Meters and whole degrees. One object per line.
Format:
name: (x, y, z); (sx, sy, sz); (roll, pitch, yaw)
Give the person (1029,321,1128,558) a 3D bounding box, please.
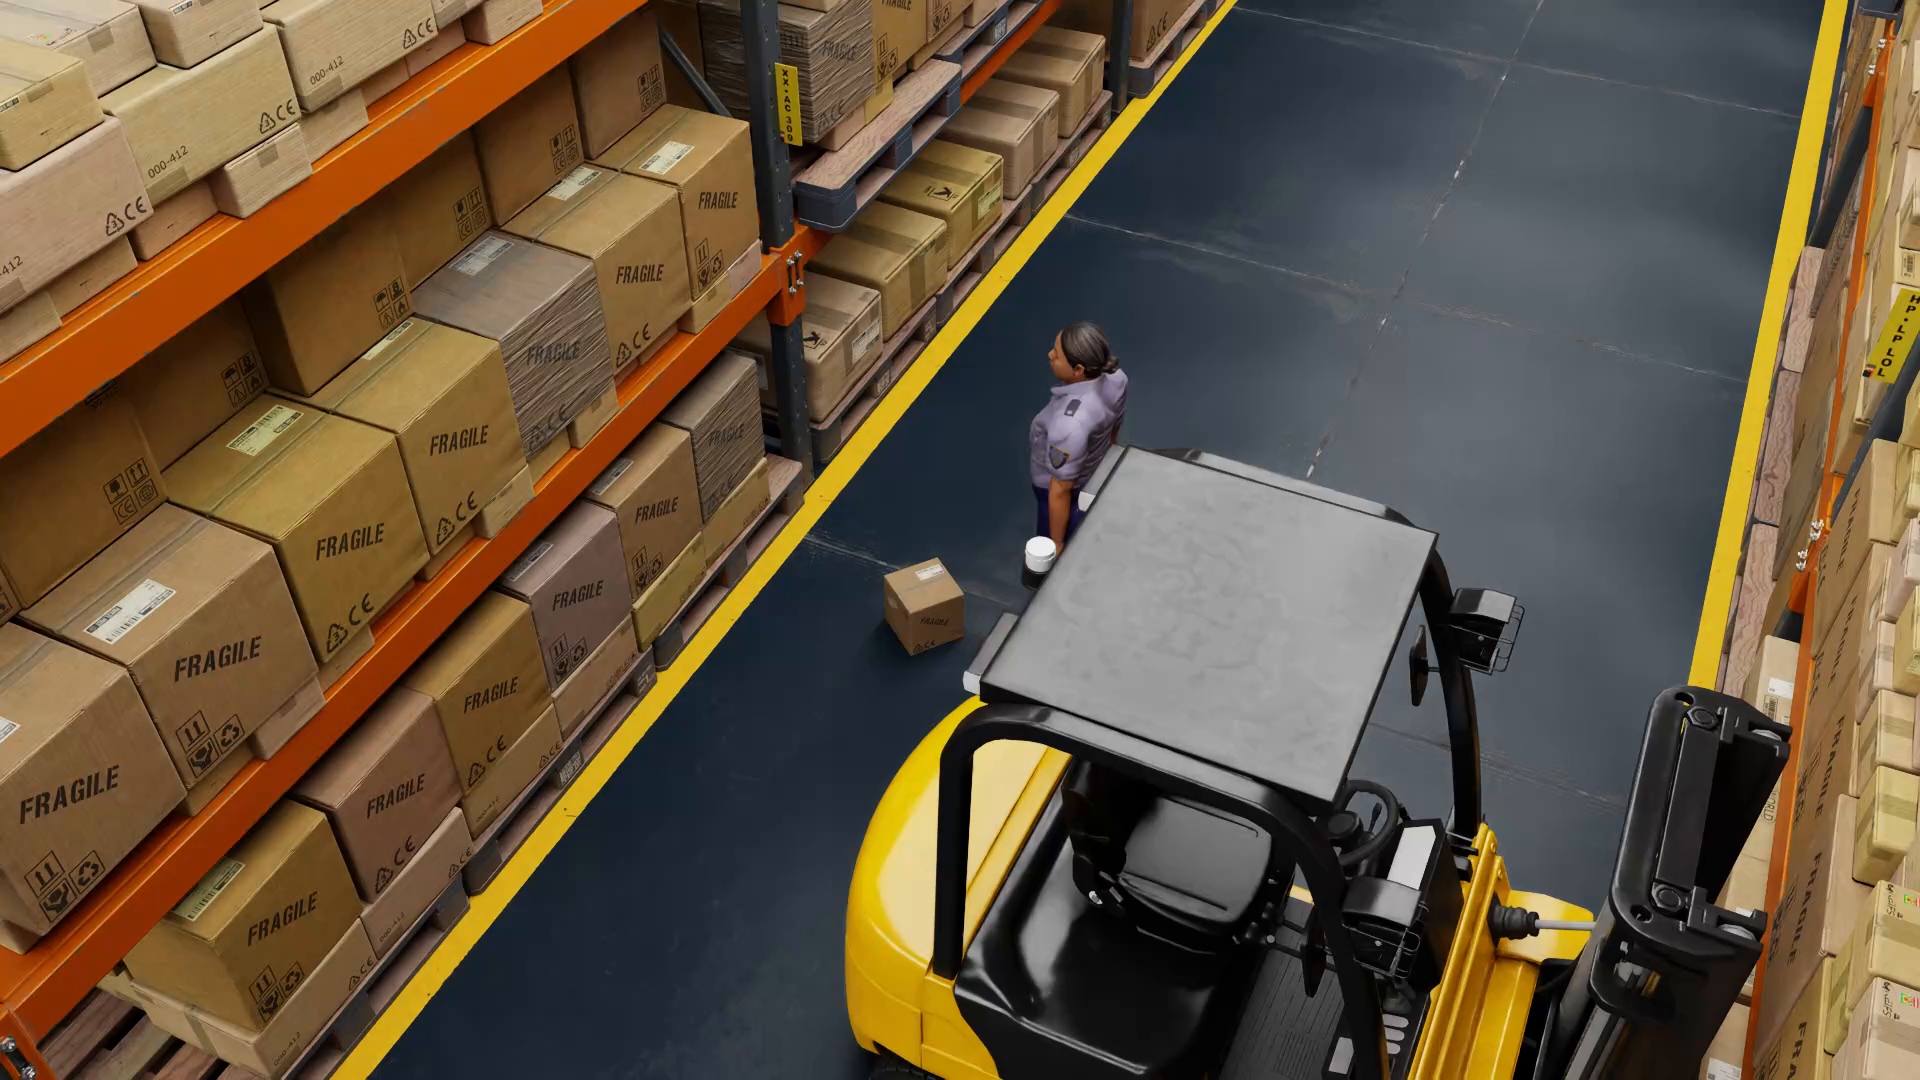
person: (0.439, -0.122, 6.285); (0.364, 1.655, 0.501); (19, 46, 20)
